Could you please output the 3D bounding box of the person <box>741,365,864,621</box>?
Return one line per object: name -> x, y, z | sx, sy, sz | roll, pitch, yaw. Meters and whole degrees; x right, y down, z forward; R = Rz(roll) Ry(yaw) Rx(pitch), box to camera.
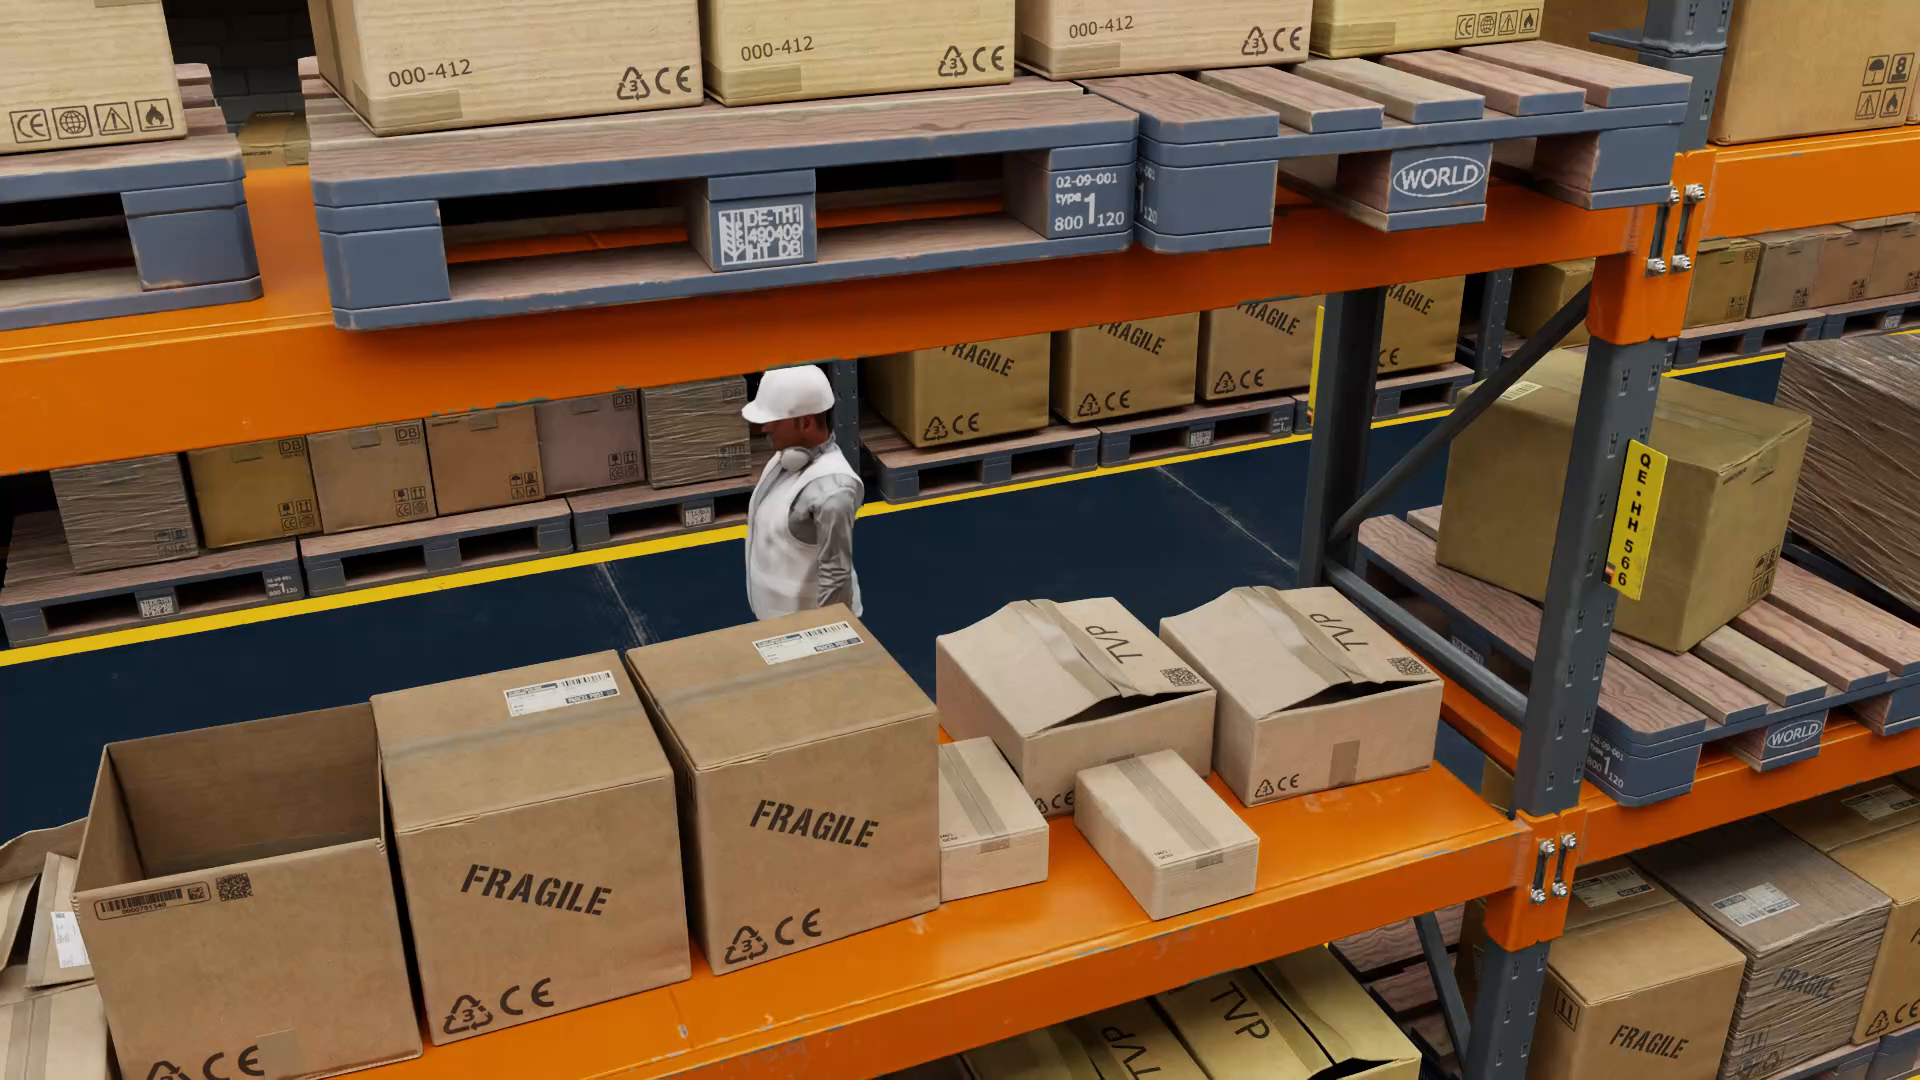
person -> -0.541, 0.248, 5.547 | 0.397, 1.775, 0.536 | -10, 27, -20
